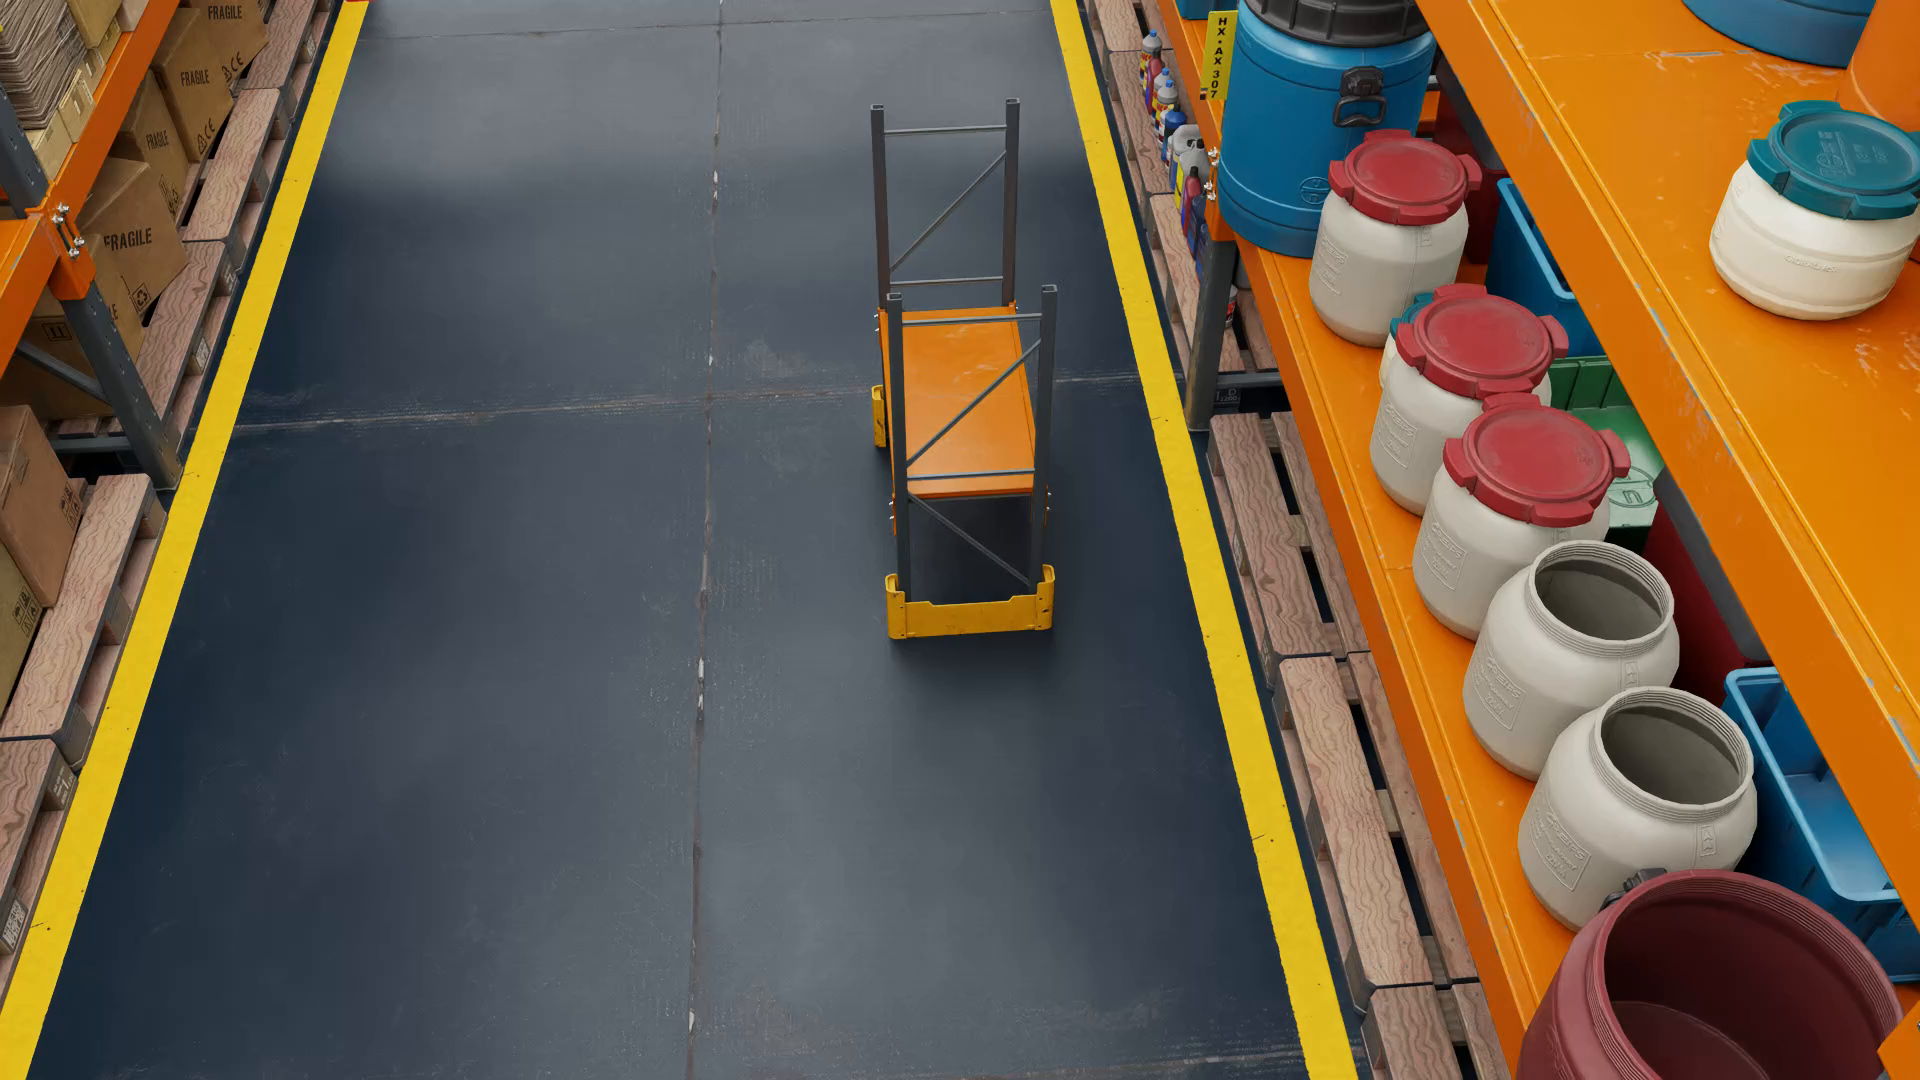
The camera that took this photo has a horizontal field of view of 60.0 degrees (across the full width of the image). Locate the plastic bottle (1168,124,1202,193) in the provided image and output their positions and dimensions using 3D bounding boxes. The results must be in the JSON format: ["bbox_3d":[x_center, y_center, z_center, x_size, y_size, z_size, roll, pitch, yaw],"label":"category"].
[{"bbox_3d":[1.013,-1.686,7.354,0.152,0.276,0.135,-3,47,-3],"label":"plastic bottle"}]

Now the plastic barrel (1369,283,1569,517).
[{"bbox_3d":[1.330,-0.343,4.415,0.433,0.535,0.433,0,47,0],"label":"plastic barrel"}]

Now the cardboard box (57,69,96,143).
[{"bbox_3d":[-3.255,-1.500,5.778,0.380,0.149,0.250,-3,47,-3],"label":"cardboard box"}]

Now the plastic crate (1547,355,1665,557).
[{"bbox_3d":[1.834,-0.217,4.535,0.450,0.188,0.662,-3,47,-3],"label":"plastic crate"}]

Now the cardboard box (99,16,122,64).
[{"bbox_3d":[-3.334,-1.860,6.119,0.380,0.149,0.250,-3,47,-3],"label":"cardboard box"}]

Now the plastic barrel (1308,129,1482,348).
[{"bbox_3d":[1.268,-0.874,4.918,0.433,0.535,0.433,0,47,0],"label":"plastic barrel"}]

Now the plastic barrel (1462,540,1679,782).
[{"bbox_3d":[1.408,0.287,3.835,0.421,0.512,0.421,0,47,0],"label":"plastic barrel"}]

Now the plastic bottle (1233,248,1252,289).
[{"bbox_3d":[1.209,-1.230,6.870,0.144,0.351,0.185,-3,47,-3],"label":"plastic bottle"}]

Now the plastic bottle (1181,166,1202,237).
[{"bbox_3d":[0.995,-1.452,7.127,0.061,0.283,0.133,-1,47,-1],"label":"plastic bottle"}]

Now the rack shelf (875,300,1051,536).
[{"bbox_3d":[-0.007,-0.454,5.895,0.538,0.185,1.000,-3,47,-3],"label":"rack shelf"}]

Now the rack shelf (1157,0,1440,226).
[{"bbox_3d":[1.240,-2.732,7.267,1.077,0.370,4.000,-3,47,-3],"label":"rack shelf"}]

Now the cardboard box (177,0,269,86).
[{"bbox_3d":[-3.744,-2.527,8.010,0.500,0.500,0.500,8,47,7],"label":"cardboard box"}]

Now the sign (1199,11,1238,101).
[{"bbox_3d":[0.858,-1.602,5.511,0.100,0.325,0.005,-3,47,-3],"label":"sign"}]

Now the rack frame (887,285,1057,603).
[{"bbox_3d":[0.035,-0.210,5.416,0.500,1.500,0.032,-3,47,-3],"label":"rack frame"}]

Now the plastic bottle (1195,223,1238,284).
[{"bbox_3d":[1.066,-1.221,6.862,0.144,0.351,0.185,-5,47,-4],"label":"plastic bottle"}]

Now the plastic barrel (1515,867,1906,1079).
[{"bbox_3d":[1.401,0.998,3.146,0.600,0.536,0.708,-3,47,-3],"label":"plastic barrel"}]

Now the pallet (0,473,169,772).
[{"bbox_3d":[-3.462,0.291,5.829,1.003,0.211,1.213,-3,47,-3],"label":"pallet"}]

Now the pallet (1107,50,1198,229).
[{"bbox_3d":[1.287,-1.947,7.948,1.003,0.211,1.213,-3,47,-3],"label":"pallet"}]

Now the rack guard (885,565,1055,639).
[{"bbox_3d":[0.035,0.219,5.870,0.587,0.250,0.087,-3,47,-3],"label":"rack guard"}]

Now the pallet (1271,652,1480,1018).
[{"bbox_3d":[1.617,0.877,5.274,1.003,0.211,1.213,-3,47,-3],"label":"pallet"}]

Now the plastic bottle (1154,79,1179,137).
[{"bbox_3d":[0.950,-1.988,7.643,0.097,0.271,0.097,0,47,0],"label":"plastic bottle"}]

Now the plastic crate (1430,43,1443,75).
[{"bbox_3d":[1.490,-1.898,6.024,0.767,0.338,0.504,-3,47,-3],"label":"plastic crate"}]

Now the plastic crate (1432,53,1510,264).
[{"bbox_3d":[1.752,-1.223,5.298,0.402,0.464,0.583,-3,47,-3],"label":"plastic crate"}]

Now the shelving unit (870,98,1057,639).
[{"bbox_3d":[-0.006,-0.571,5.758,0.587,1.500,1.083,-3,47,-3],"label":"shelving unit"}]

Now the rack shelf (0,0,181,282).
[{"bbox_3d":[-3.696,-2.431,6.982,1.077,0.370,4.000,-3,47,-3],"label":"rack shelf"}]

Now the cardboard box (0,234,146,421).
[{"bbox_3d":[-3.522,-0.808,6.382,0.500,0.500,0.500,-5,47,-5],"label":"cardboard box"}]

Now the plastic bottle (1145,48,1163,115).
[{"bbox_3d":[0.914,-2.148,7.786,0.061,0.283,0.133,-3,47,-3],"label":"plastic bottle"}]

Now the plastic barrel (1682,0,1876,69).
[{"bbox_3d":[1.775,-1.435,3.132,0.600,0.901,0.708,-3,47,-3],"label":"plastic barrel"}]

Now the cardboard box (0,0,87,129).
[{"bbox_3d":[-3.505,-1.697,5.518,0.875,0.500,0.500,-3,47,-3],"label":"cardboard box"}]

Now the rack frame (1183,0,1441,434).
[{"bbox_3d":[1.407,-1.532,5.635,1.000,3.000,0.127,-3,47,-3],"label":"rack frame"}]

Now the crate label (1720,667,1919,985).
[{"bbox_3d":[1.928,0.614,3.578,0.502,0.435,0.616,-3,47,-3],"label":"crate label"}]

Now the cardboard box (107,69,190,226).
[{"bbox_3d":[-3.708,-1.666,7.195,0.500,0.500,0.500,-7,47,-7],"label":"cardboard box"}]

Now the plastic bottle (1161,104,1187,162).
[{"bbox_3d":[0.967,-1.842,7.505,0.097,0.271,0.097,0,47,0],"label":"plastic bottle"}]

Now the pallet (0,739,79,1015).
[{"bbox_3d":[-3.357,1.175,4.991,1.003,0.211,1.213,-3,47,-3],"label":"pallet"}]

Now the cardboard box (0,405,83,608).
[{"bbox_3d":[-3.499,-0.078,5.676,0.700,0.500,0.500,-7,47,-6],"label":"cardboard box"}]

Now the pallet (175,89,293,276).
[{"bbox_3d":[-3.725,-1.641,7.659,1.003,0.211,1.213,-3,47,-3],"label":"pallet"}]

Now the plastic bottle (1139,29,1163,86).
[{"bbox_3d":[0.913,-2.309,7.947,0.097,0.271,0.097,0,47,0],"label":"plastic bottle"}]
